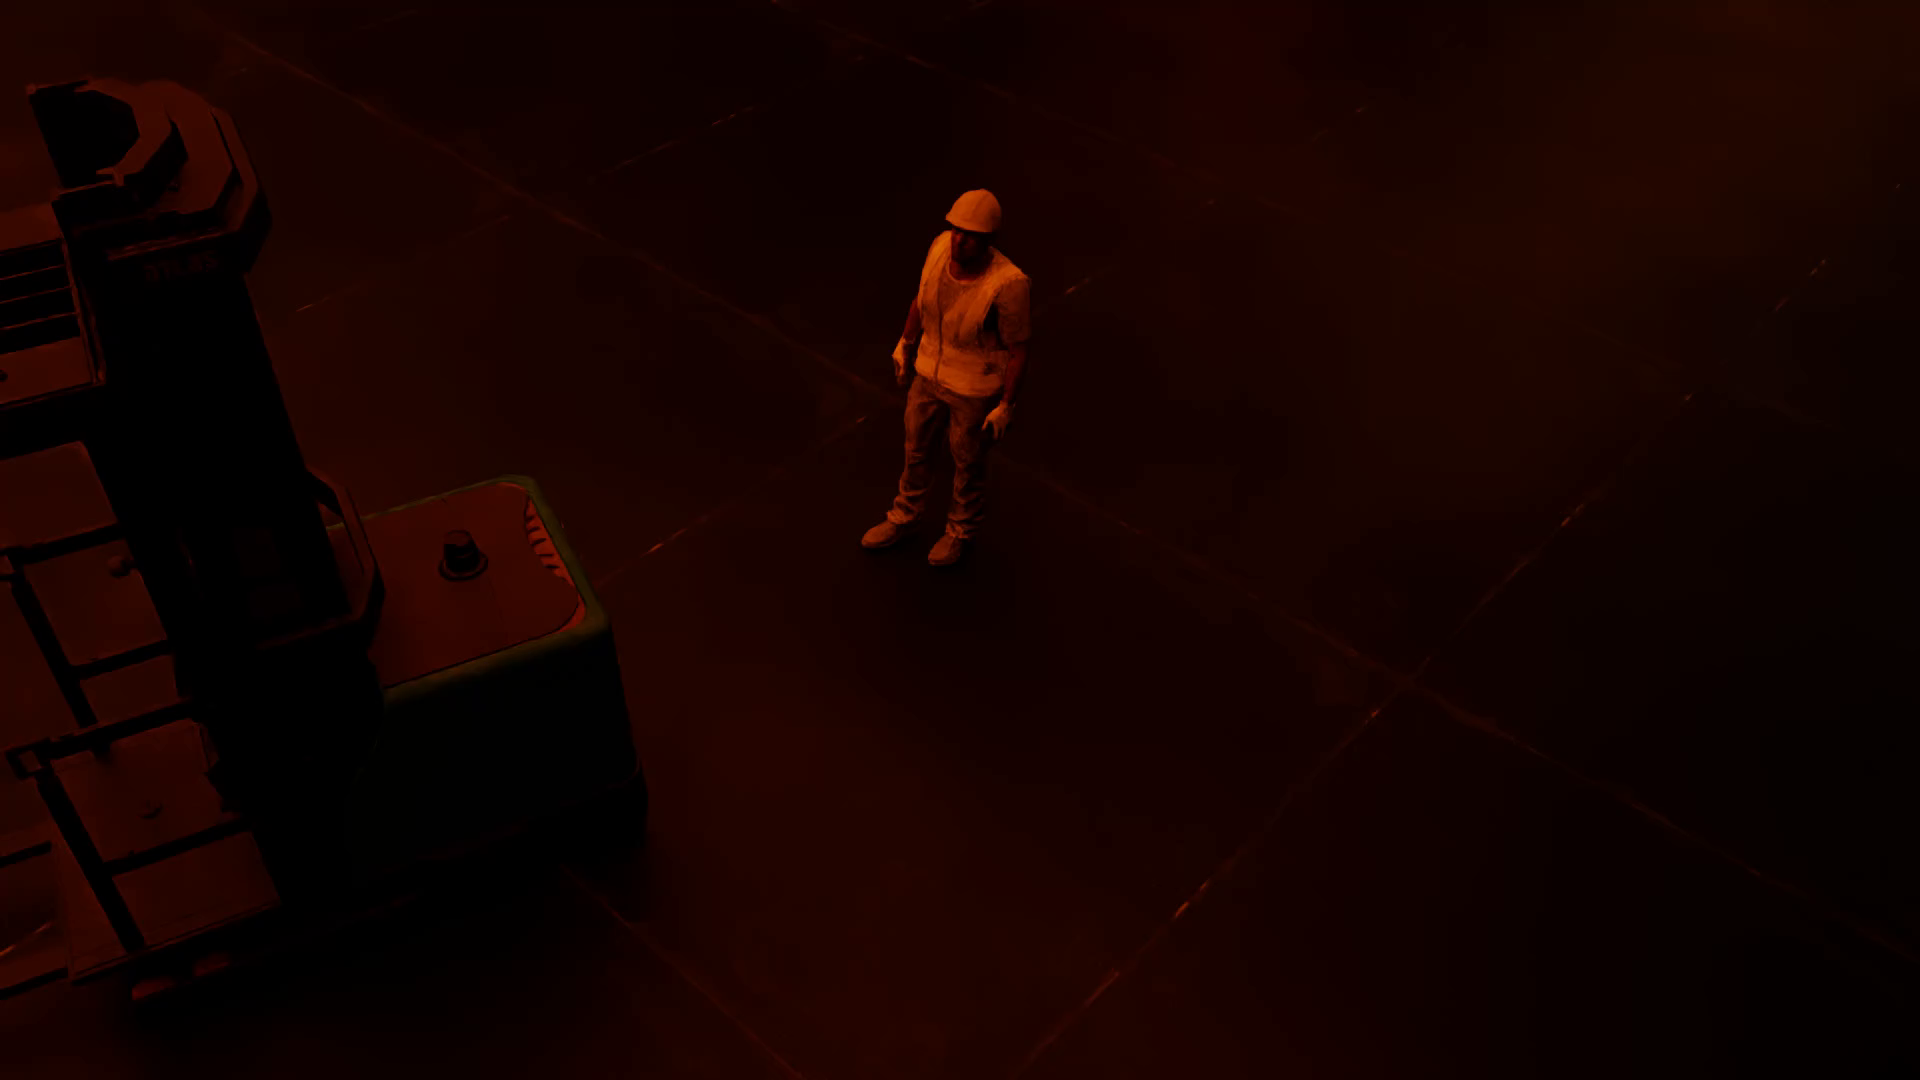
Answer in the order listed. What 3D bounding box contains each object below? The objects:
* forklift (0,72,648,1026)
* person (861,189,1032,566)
[{"bbox_3d":[-2.744,0.150,5.254,3.031,2.935,1.130,-19,44,-21],"label":"forklift"},{"bbox_3d":[-0.054,-0.649,7.059,0.655,1.777,0.576,31,49,31],"label":"person"}]
